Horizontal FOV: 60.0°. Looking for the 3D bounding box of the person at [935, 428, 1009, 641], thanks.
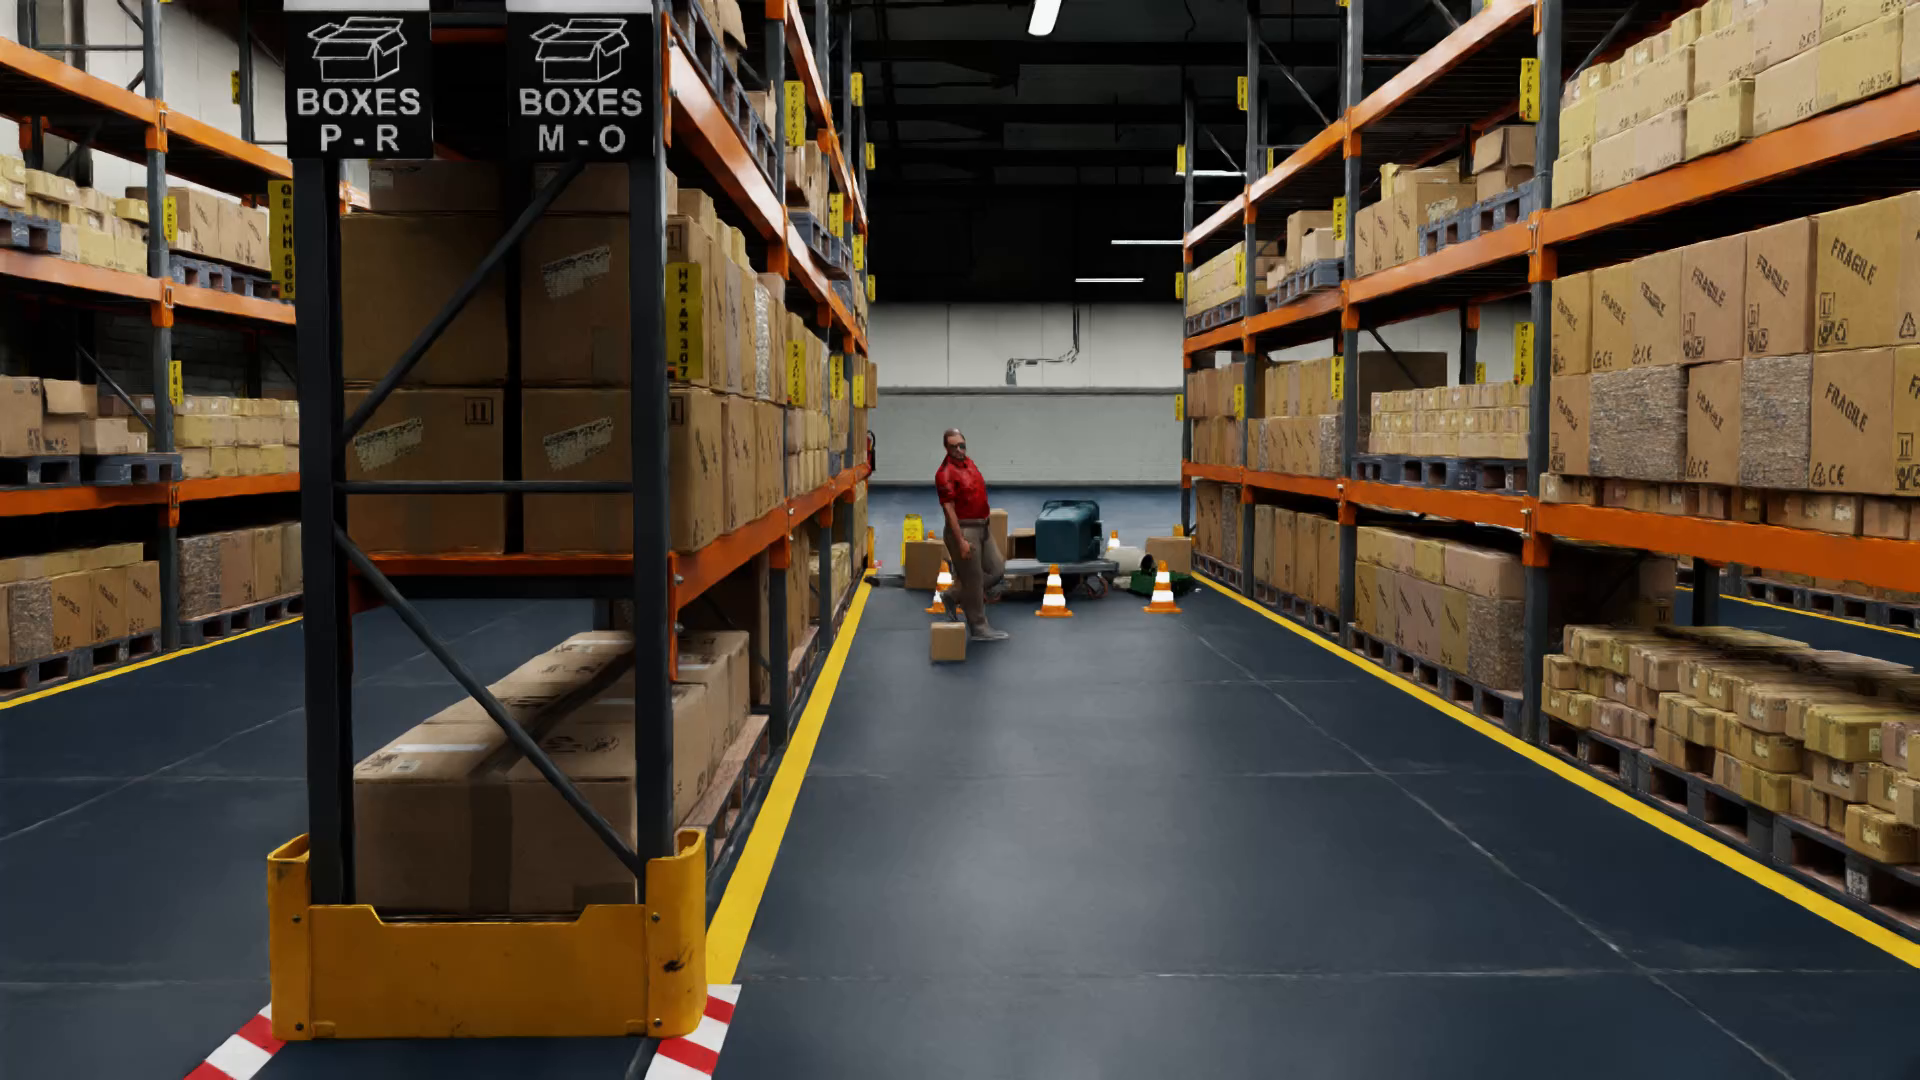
[{"bbox_3d":[0.054,-0.039,13.117,0.627,1.685,0.655,1,4,21],"label":"person"}]
